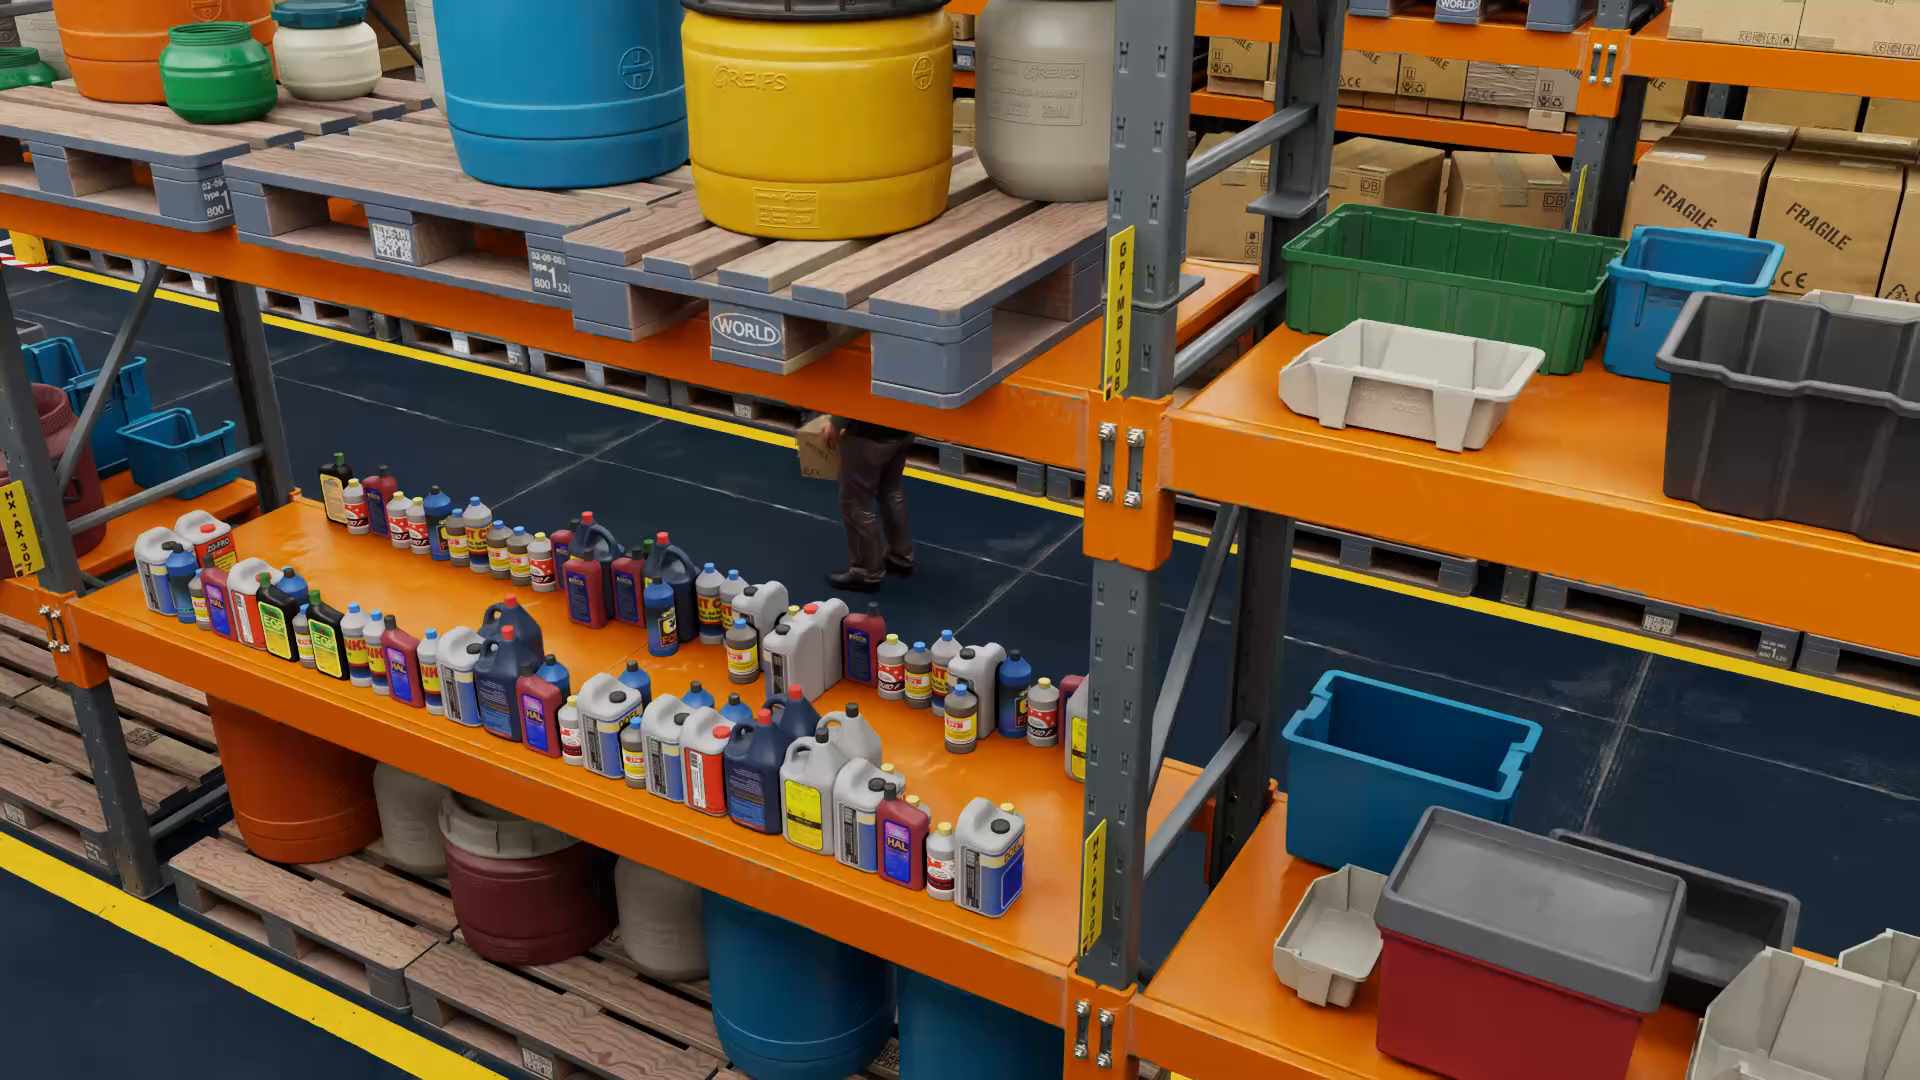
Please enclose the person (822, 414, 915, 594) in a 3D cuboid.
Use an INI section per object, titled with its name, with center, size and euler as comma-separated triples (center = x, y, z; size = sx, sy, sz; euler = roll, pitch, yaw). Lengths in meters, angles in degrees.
[person]
center = -0.430, -0.557, 8.258
size = 0.470, 1.727, 0.551
euler = 13, 29, 25
